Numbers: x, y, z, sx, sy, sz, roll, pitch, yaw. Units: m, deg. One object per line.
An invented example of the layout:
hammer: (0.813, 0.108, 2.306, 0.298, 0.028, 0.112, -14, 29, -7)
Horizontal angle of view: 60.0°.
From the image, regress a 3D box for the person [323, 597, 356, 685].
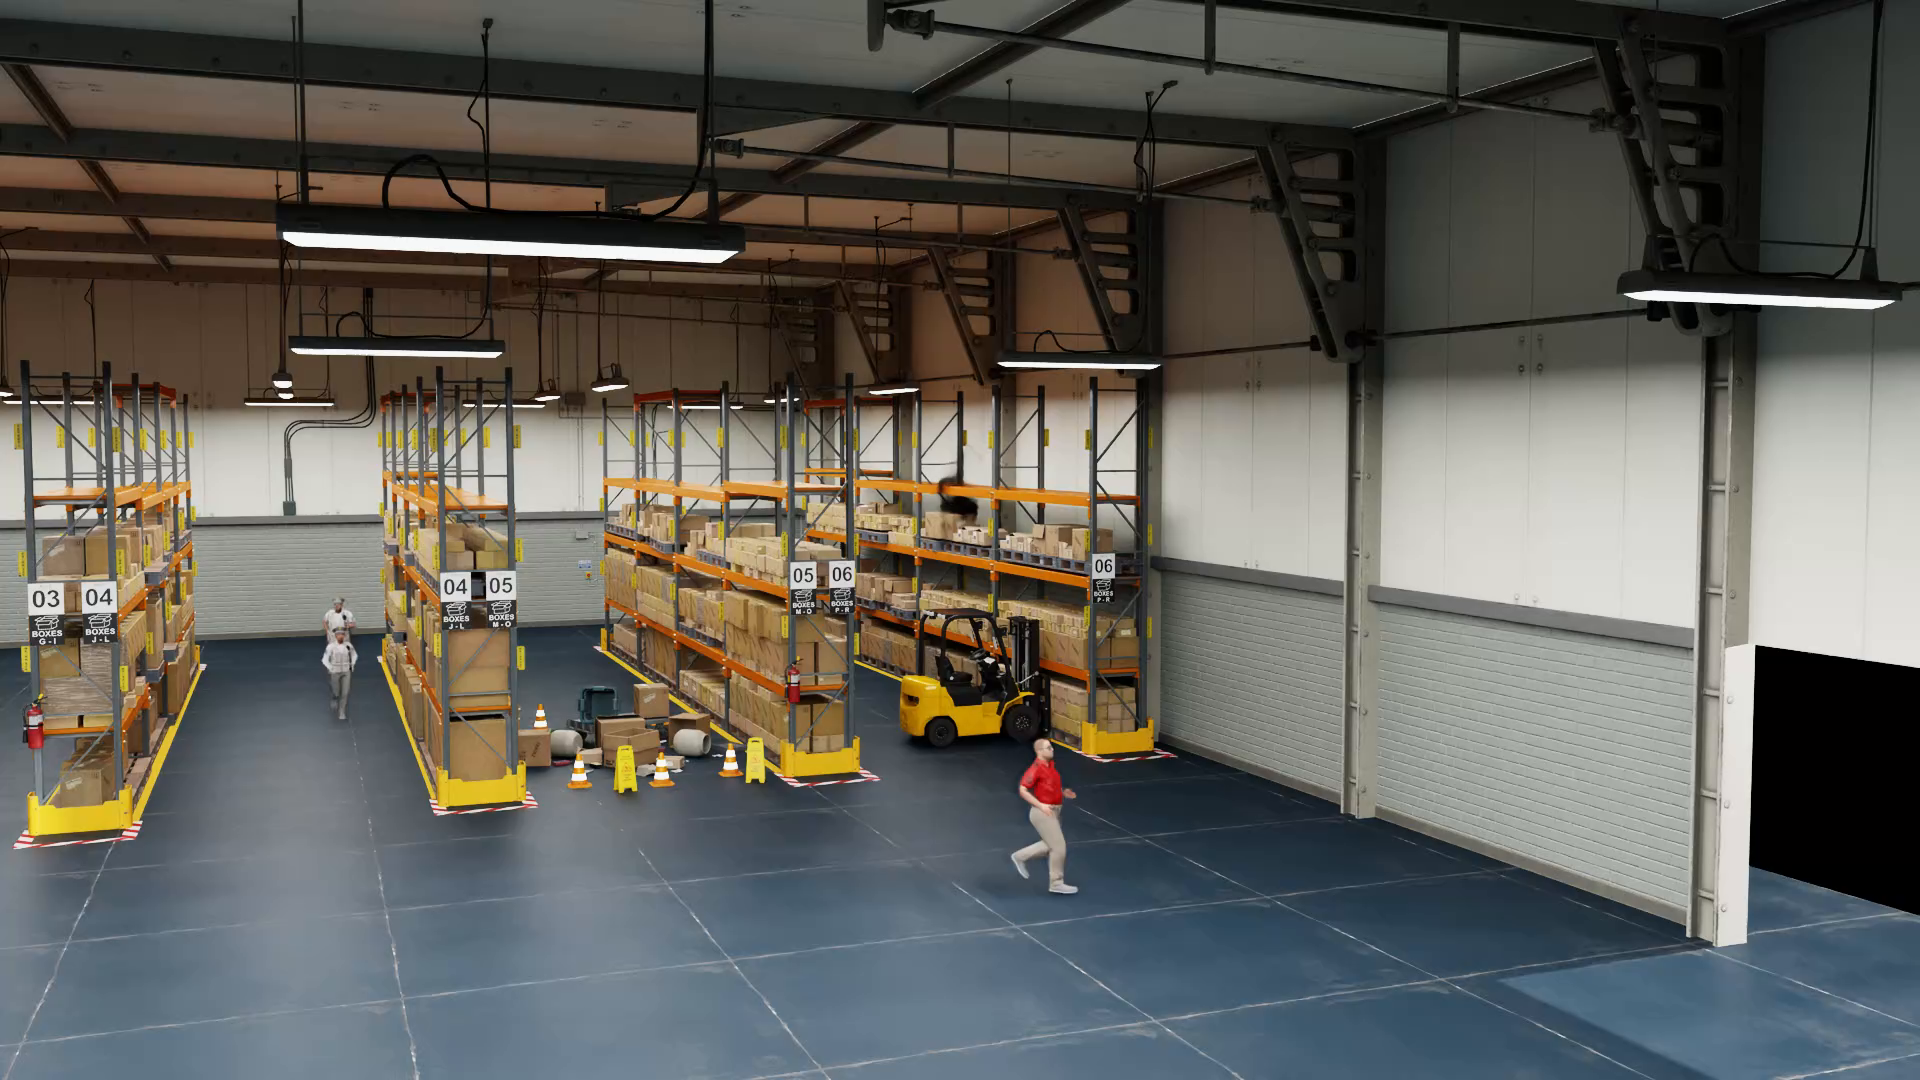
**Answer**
person: (-12.730, 2.087, 34.158, 0.624, 1.858, 0.761, -1, 4, -23)

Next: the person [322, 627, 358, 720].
person: (-11.124, 2.375, 29.887, 0.617, 1.661, 0.742, -2, 4, -30)

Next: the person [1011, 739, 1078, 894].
person: (0.920, 3.046, 18.437, 0.830, 1.687, 0.675, 1, 4, 21)
